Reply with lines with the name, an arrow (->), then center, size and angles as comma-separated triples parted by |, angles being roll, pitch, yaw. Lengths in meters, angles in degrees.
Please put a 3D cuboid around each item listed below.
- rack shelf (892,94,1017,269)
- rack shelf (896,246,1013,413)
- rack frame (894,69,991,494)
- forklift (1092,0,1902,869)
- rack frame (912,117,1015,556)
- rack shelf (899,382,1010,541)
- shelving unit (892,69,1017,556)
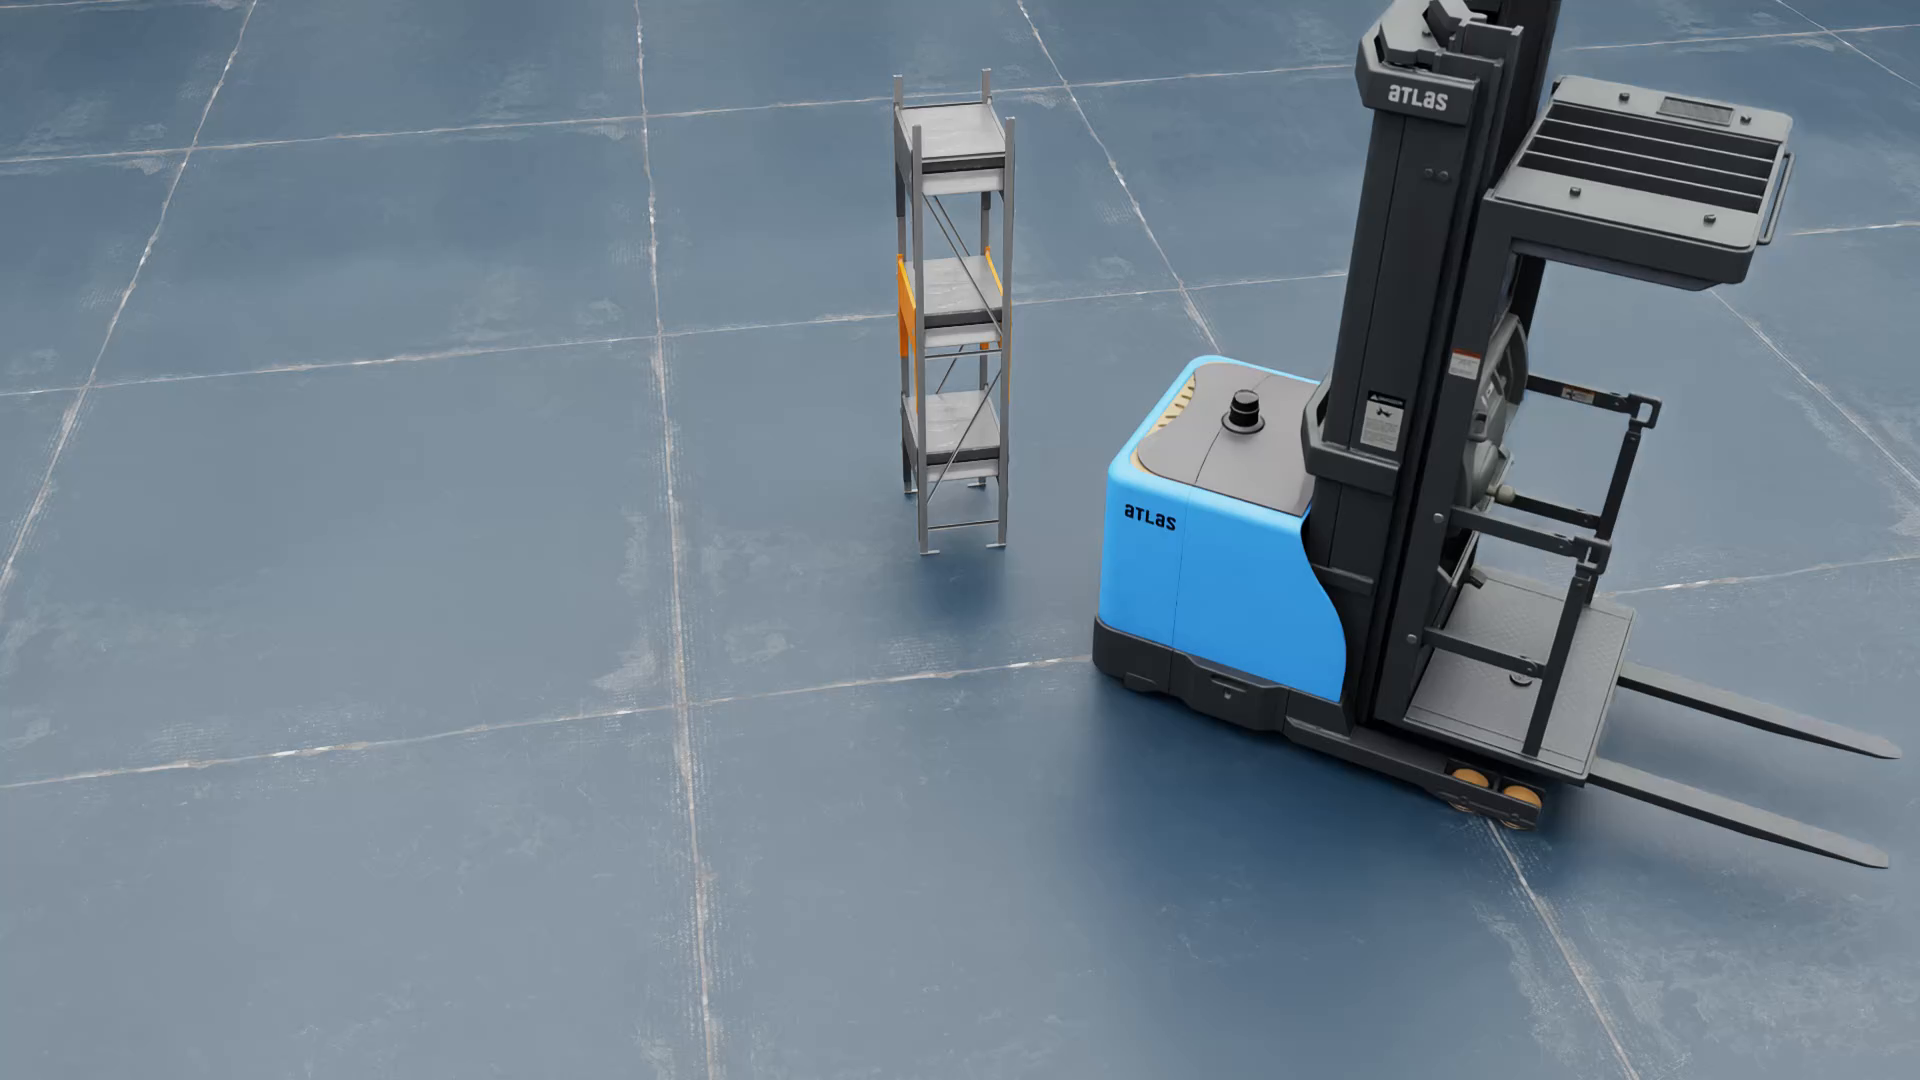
rack shelf -> -0.029, -1.471, 6.813 | 0.431, 0.518, 0.480 | -6, 38, -8
rack shelf -> -0.029, -0.918, 7.243 | 0.431, 0.518, 0.480 | -6, 38, -8
rack frame -> -0.072, -1.077, 7.424 | 0.400, 2.100, 0.015 | -6, 38, -8
forklift -> 2.103, -0.430, 5.915 | 3.031, 2.935, 1.130 | 18, 41, 21
rack frame -> 0.014, -0.782, 7.045 | 0.400, 2.100, 0.015 | -6, 38, -8
rack shelf -> -0.029, -0.366, 7.672 | 0.431, 0.518, 0.480 | -6, 38, -8
shelving unit -> -0.029, -0.929, 7.235 | 0.431, 2.100, 0.503 | -6, 38, -8
